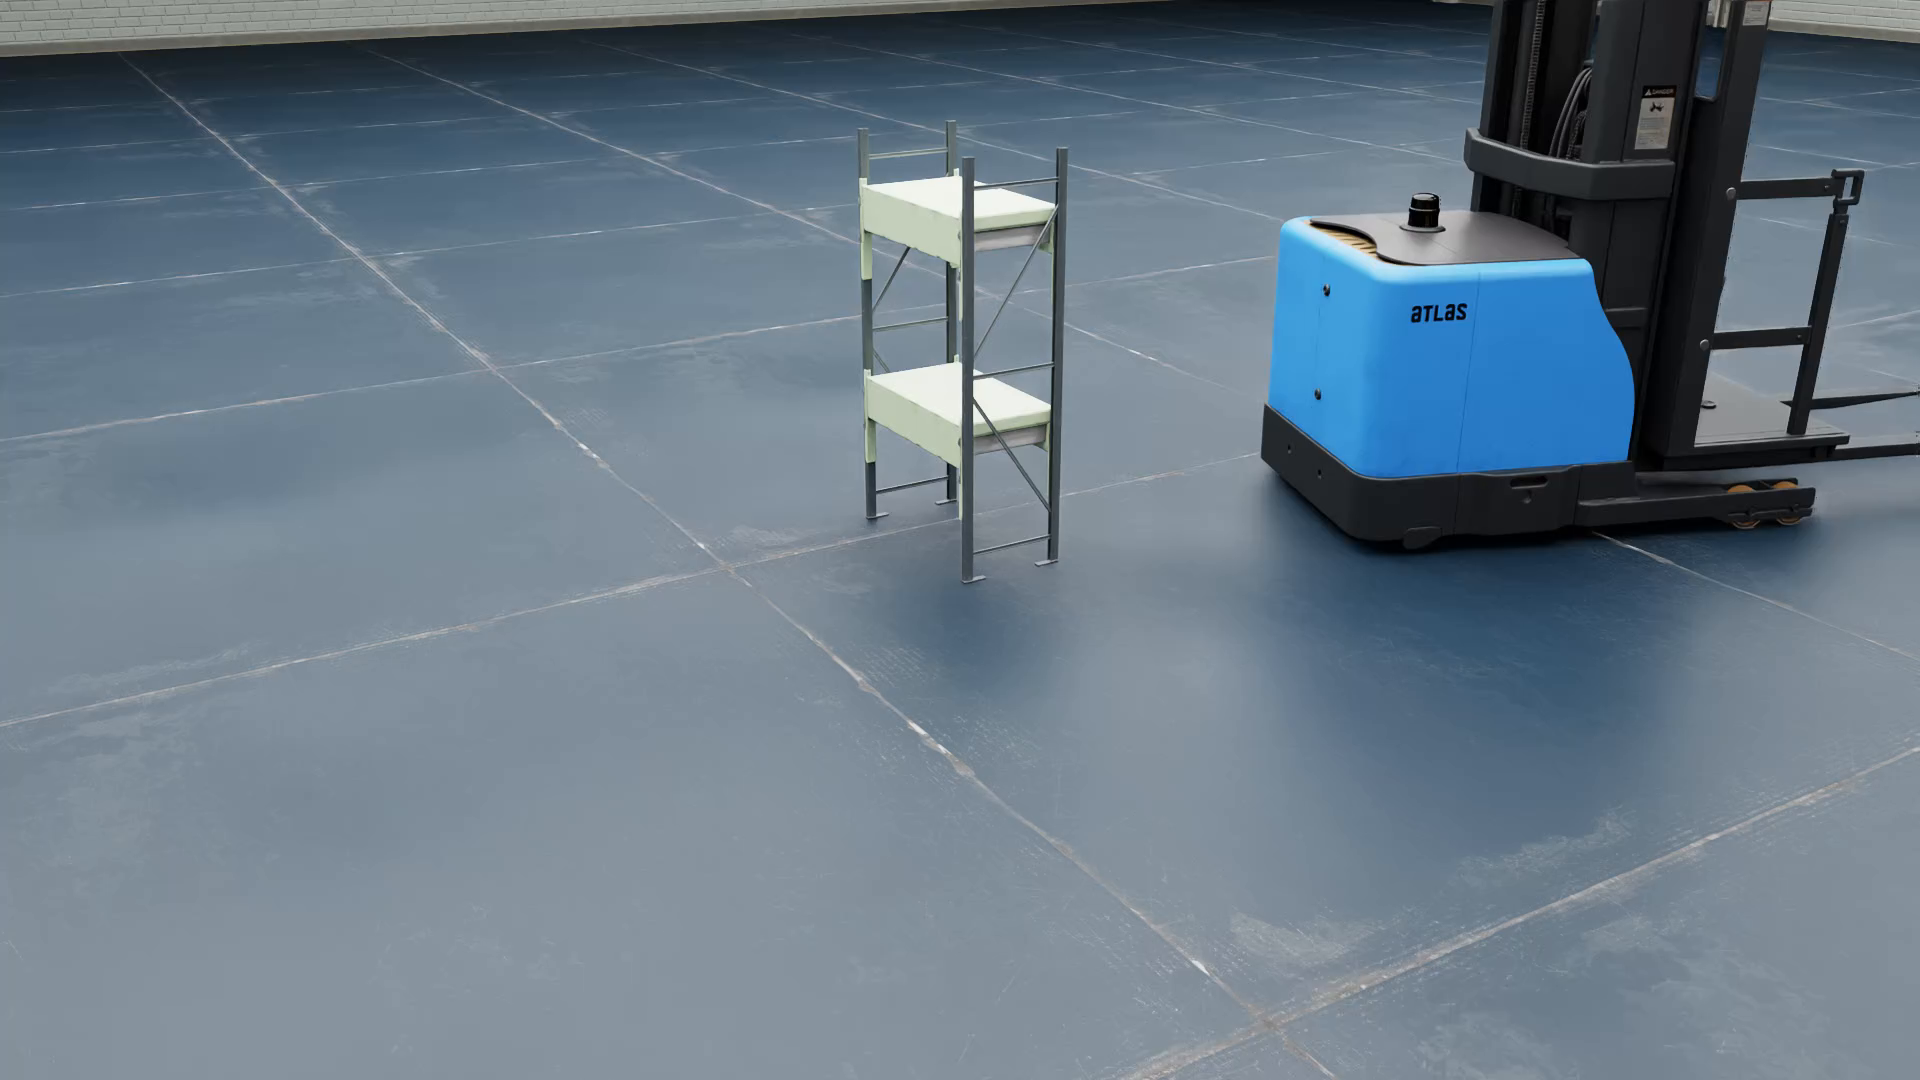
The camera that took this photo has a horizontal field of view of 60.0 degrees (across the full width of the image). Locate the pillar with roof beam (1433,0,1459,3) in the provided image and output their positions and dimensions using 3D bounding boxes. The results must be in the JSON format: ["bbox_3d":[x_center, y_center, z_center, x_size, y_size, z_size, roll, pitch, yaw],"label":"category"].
[{"bbox_3d":[5.332,-13.332,27.162,9.100,9.000,0.400,-13,25,-28],"label":"pillar with roof beam"}]

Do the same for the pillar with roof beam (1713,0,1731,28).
[{"bbox_3d":[8.397,-11.390,22.383,9.100,9.000,0.400,-13,25,-28],"label":"pillar with roof beam"}]

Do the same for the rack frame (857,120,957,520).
[{"bbox_3d":[-0.190,-0.815,6.326,0.400,1.500,0.023,-13,25,-28],"label":"rack frame"}]

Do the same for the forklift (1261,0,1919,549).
[{"bbox_3d":[2.831,-1.590,6.330,3.031,2.935,1.130,-5,23,-11],"label":"forklift"}]

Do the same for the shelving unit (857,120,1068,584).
[{"bbox_3d":[-0.003,-0.697,6.034,0.431,1.500,0.755,-13,25,-28],"label":"shelving unit"}]

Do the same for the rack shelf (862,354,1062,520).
[{"bbox_3d":[-0.003,-0.395,6.157,0.431,0.370,0.720,-13,25,-28],"label":"rack shelf"}]

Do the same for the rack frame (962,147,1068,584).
[{"bbox_3d":[0.184,-0.578,5.743,0.400,1.500,0.023,-13,25,-28],"label":"rack frame"}]

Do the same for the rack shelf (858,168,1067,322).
[{"bbox_3d":[-0.003,-1.058,5.887,0.431,0.370,0.720,-13,25,-28],"label":"rack shelf"}]
